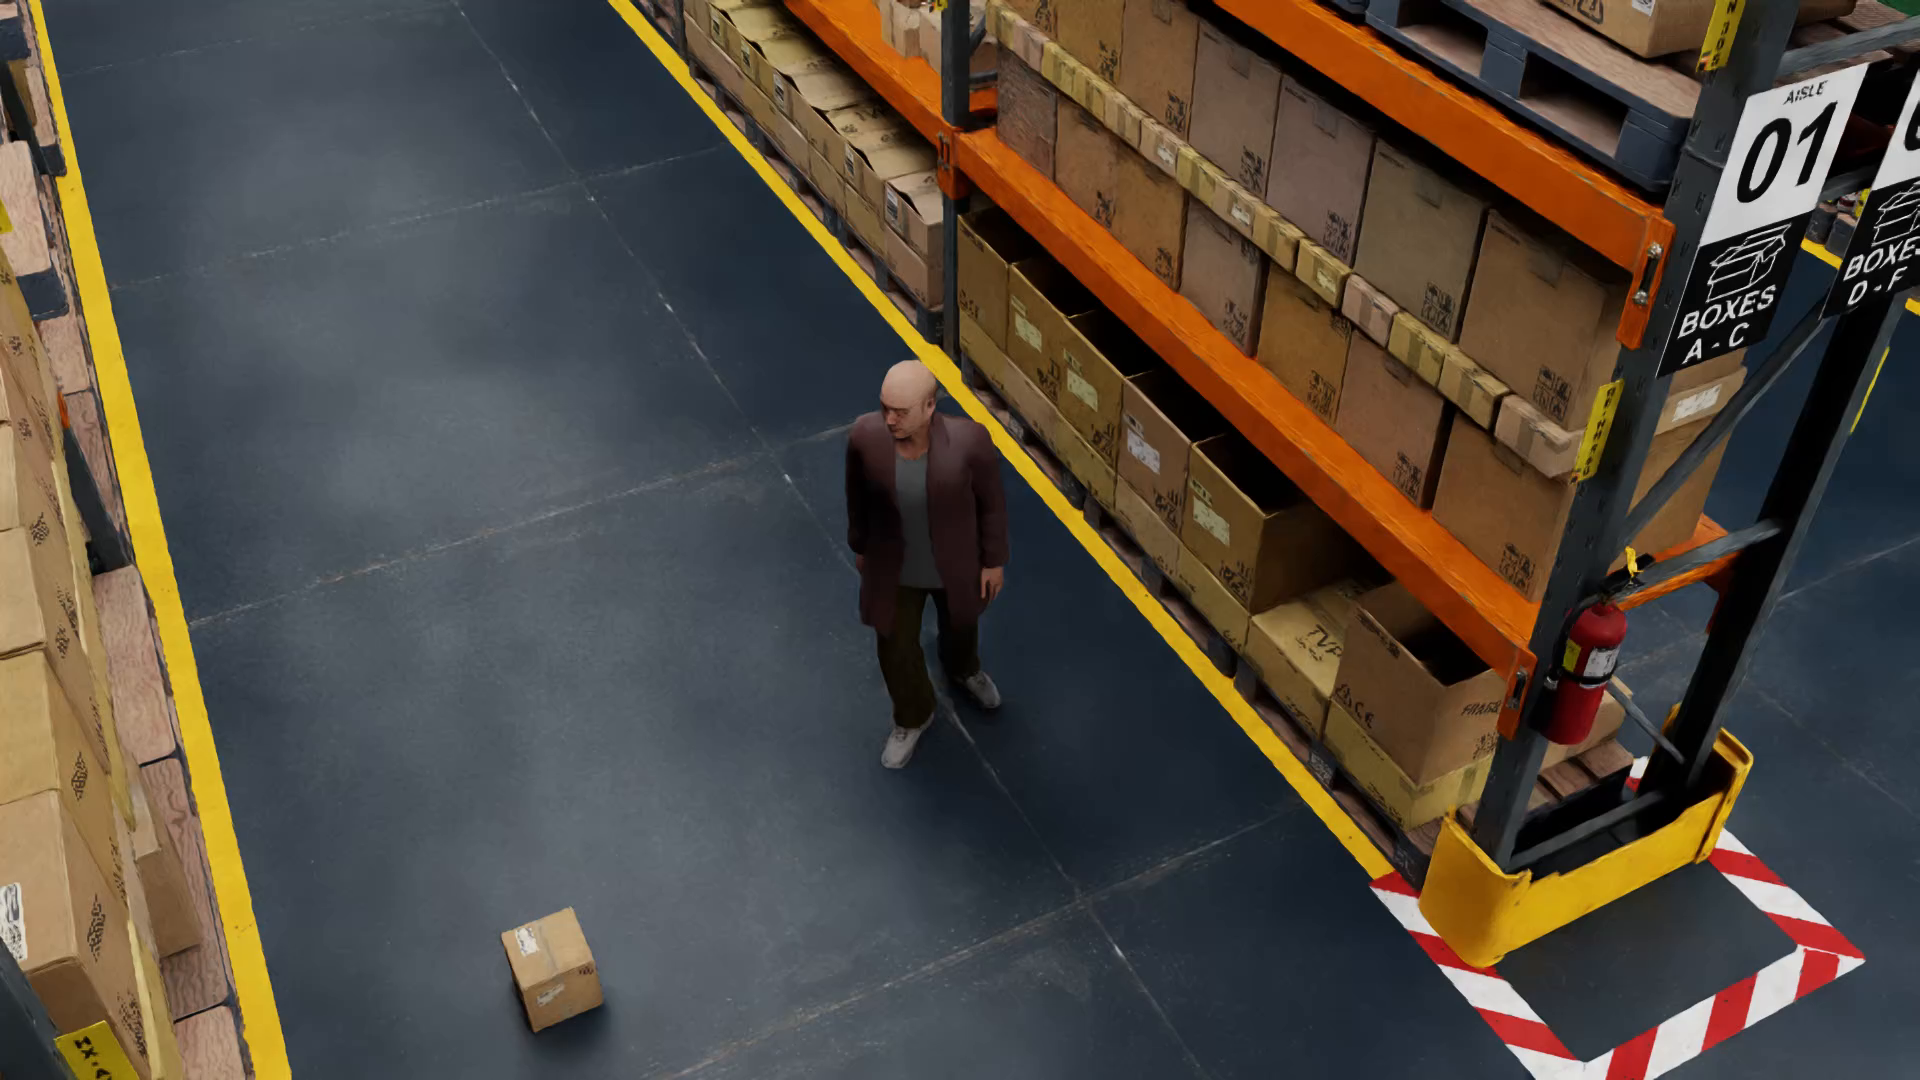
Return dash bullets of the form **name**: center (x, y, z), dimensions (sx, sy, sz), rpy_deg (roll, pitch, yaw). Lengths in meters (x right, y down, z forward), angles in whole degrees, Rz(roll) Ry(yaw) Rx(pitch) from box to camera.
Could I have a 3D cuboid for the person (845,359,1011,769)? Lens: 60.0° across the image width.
- **person**: center (-0.114, 0.042, 6.122), dimensions (0.608, 1.769, 0.641), rpy_deg (4, 41, 5)
